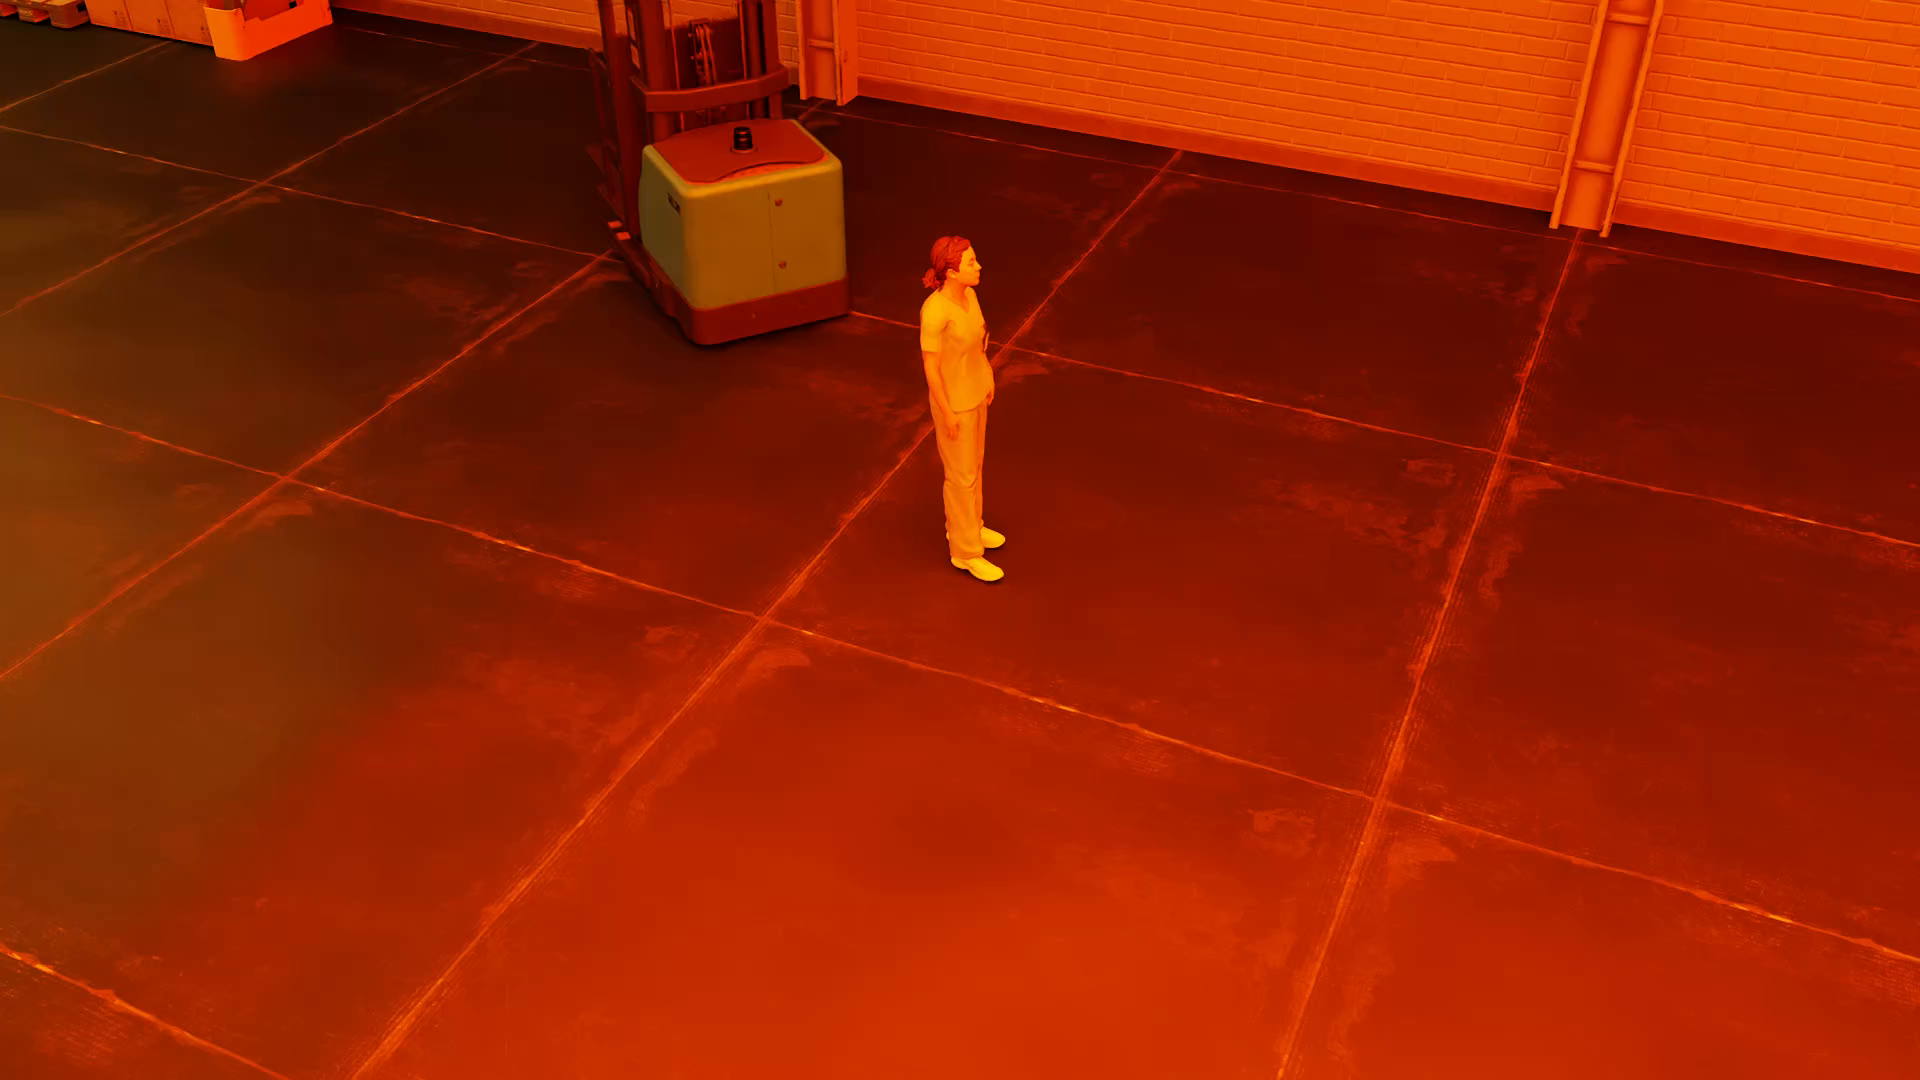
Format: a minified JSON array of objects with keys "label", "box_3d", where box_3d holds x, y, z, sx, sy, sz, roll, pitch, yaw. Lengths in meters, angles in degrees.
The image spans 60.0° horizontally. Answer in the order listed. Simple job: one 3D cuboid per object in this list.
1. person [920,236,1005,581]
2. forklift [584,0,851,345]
[{"label":"person","box_3d":[0.061,-0.663,8.085,0.549,1.675,0.549,15,38,20]},{"label":"forklift","box_3d":[-1.801,-3.225,10.609,1.130,2.935,3.031,-16,39,-21]}]
